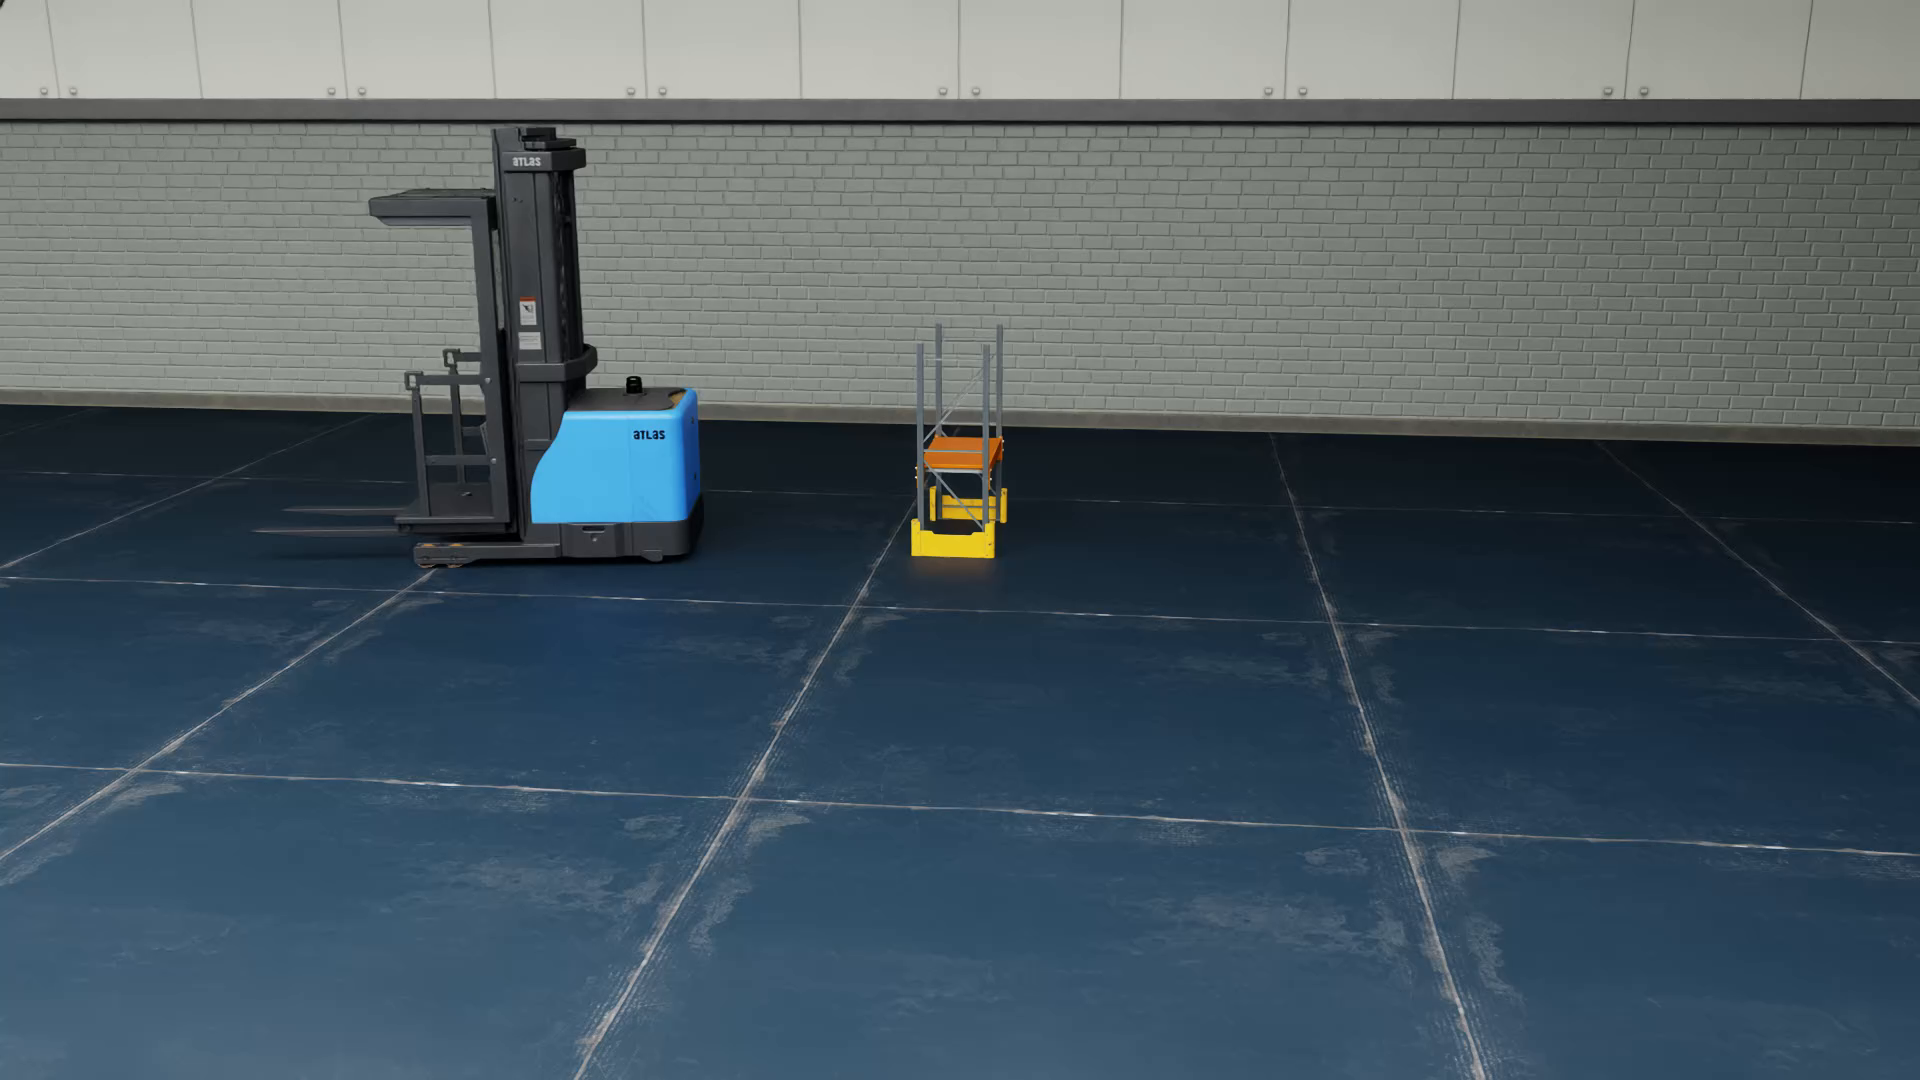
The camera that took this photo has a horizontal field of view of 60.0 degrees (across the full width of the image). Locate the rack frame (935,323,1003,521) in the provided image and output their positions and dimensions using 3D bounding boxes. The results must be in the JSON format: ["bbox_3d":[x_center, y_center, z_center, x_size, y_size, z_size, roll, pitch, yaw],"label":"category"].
[{"bbox_3d":[0.067,-0.878,12.536,0.500,1.500,0.032,2,15,6],"label":"rack frame"}]

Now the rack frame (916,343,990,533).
[{"bbox_3d":[-0.048,-0.614,11.561,0.500,1.500,0.032,2,15,6],"label":"rack frame"}]

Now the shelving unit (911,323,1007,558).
[{"bbox_3d":[0.009,-0.744,12.039,0.587,1.500,1.083,2,15,6],"label":"shelving unit"}]

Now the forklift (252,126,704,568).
[{"bbox_3d":[-3.408,-1.361,11.581,3.031,2.935,1.130,-1,15,-2],"label":"forklift"}]

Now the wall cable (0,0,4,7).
[{"bbox_3d":[-10.445,-7.409,15.809,2.305,6.003,0.169,2,15,6],"label":"wall cable"}]

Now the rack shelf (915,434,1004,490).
[{"bbox_3d":[0.010,-0.572,12.095,0.538,0.185,1.000,2,15,6],"label":"rack shelf"}]

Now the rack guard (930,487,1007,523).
[{"bbox_3d":[0.065,-0.270,12.680,0.587,0.250,0.087,2,15,6],"label":"rack guard"}]

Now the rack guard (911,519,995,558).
[{"bbox_3d":[-0.048,-0.011,11.725,0.587,0.250,0.087,2,15,6],"label":"rack guard"}]
